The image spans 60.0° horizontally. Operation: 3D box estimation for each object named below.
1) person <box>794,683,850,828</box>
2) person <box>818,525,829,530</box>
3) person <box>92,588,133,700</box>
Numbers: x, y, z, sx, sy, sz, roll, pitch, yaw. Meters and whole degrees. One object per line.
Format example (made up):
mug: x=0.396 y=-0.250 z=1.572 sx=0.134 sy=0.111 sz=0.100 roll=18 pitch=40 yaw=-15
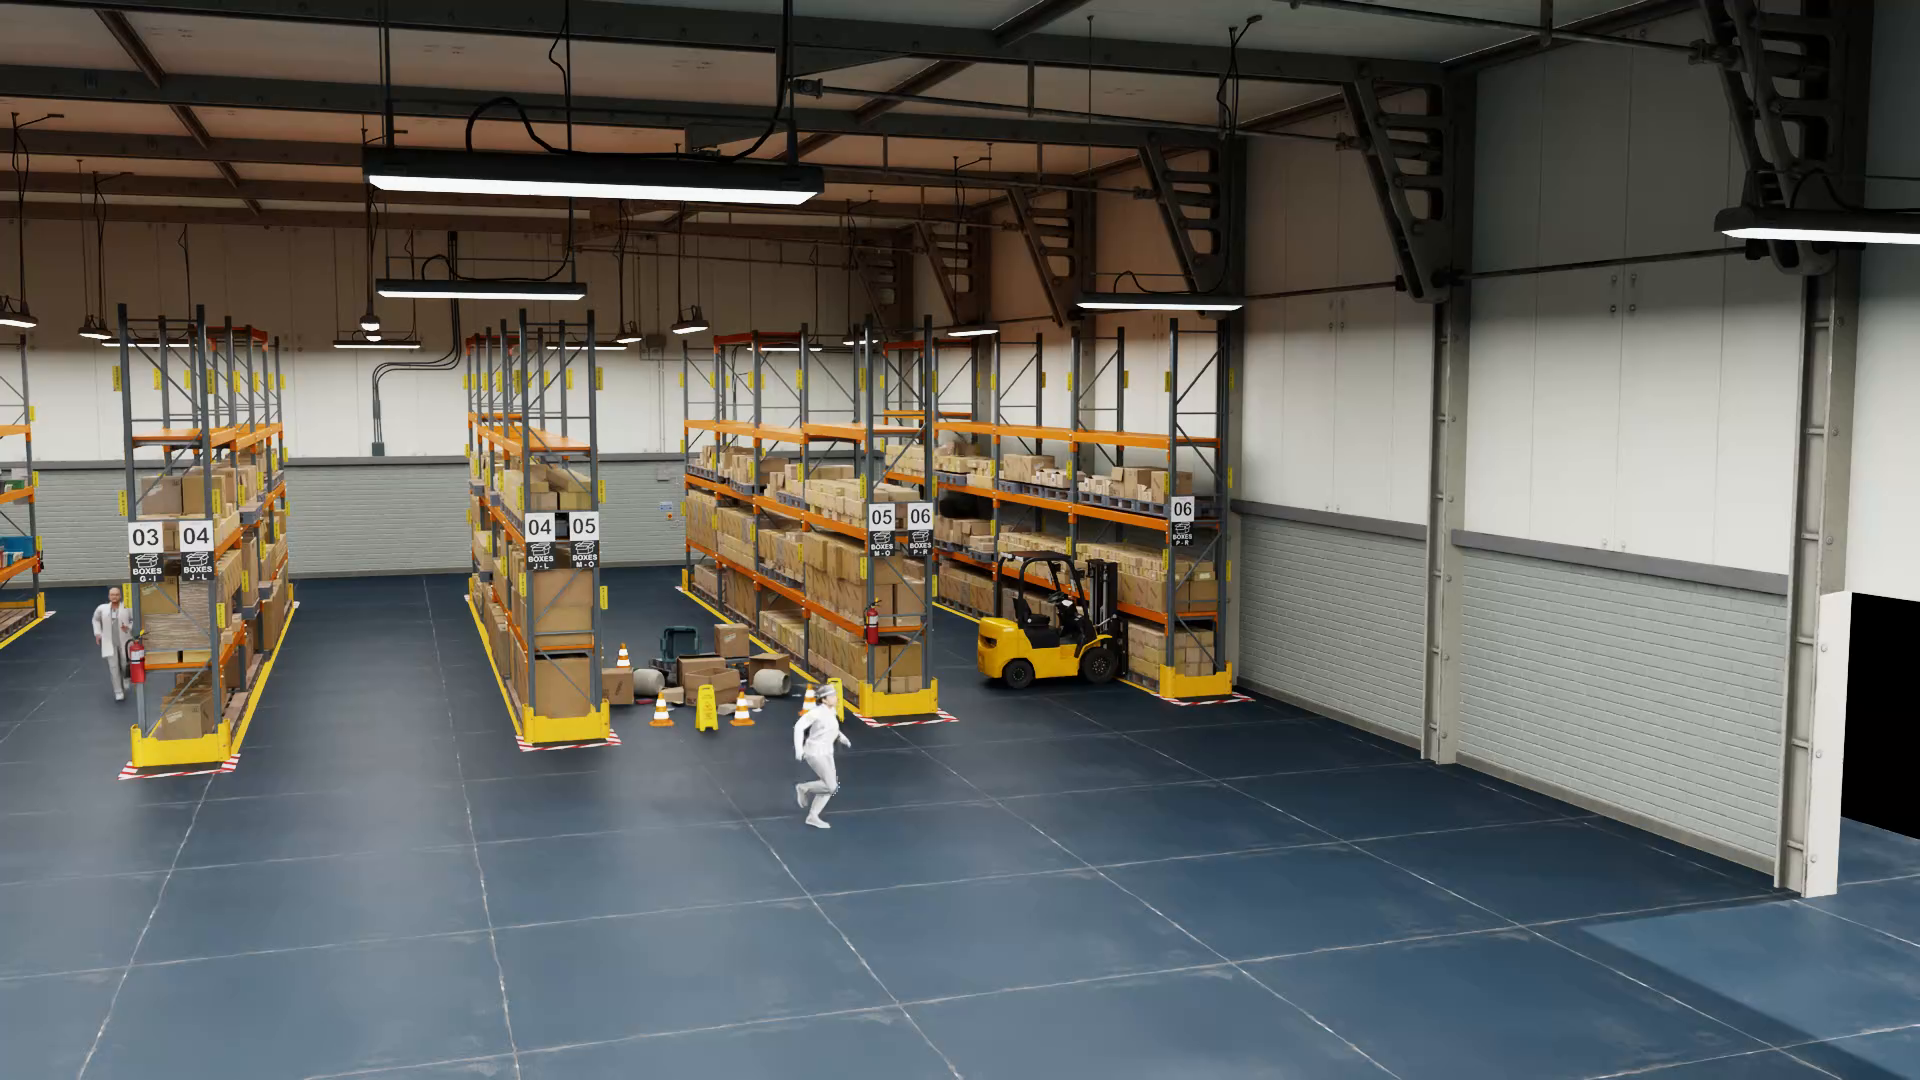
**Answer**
person: x=-1.543 y=2.428 z=18.732 sx=0.625 sy=1.643 sz=0.654 roll=3 pitch=6 yaw=26
person: x=-3.143 y=0.479 z=39.015 sx=0.710 sy=1.698 sz=1.180 roll=-4 pitch=7 yaw=-35
person: x=-13.359 y=1.624 z=26.359 sx=0.711 sy=1.750 sz=0.884 roll=-2 pitch=6 yaw=-23
